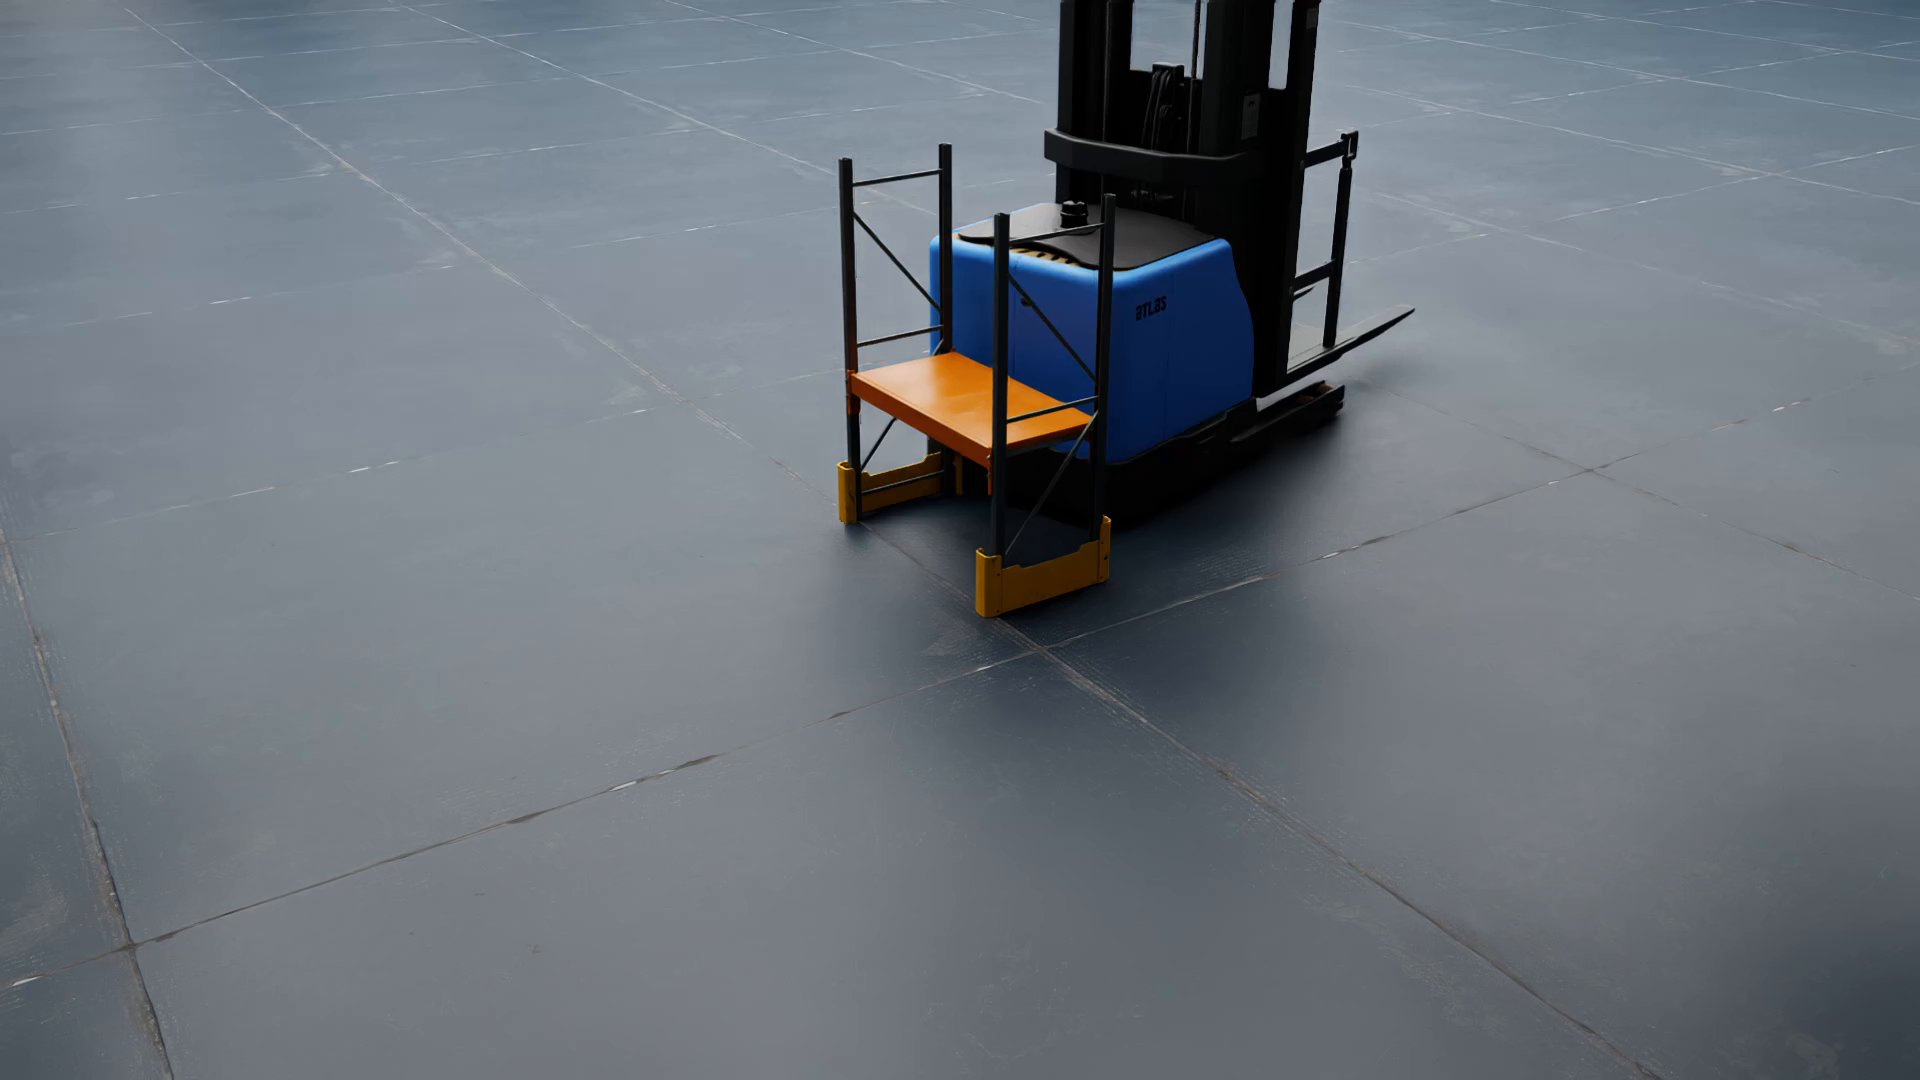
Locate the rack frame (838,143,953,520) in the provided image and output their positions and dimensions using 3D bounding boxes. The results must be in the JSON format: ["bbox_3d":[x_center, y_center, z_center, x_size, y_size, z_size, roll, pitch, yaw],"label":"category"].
[{"bbox_3d":[-0.246,-0.822,6.734,0.500,1.500,0.032,-16,30,-31],"label":"rack frame"}]

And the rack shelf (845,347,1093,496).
[{"bbox_3d":[0.041,-0.480,6.431,0.538,0.185,1.000,-16,30,-31],"label":"rack shelf"}]

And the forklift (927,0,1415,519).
[{"bbox_3d":[1.192,-1.965,7.479,1.130,2.935,3.031,20,32,36],"label":"forklift"}]

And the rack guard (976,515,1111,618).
[{"bbox_3d":[0.317,0.095,6.256,0.587,0.250,0.087,-16,30,-31],"label":"rack guard"}]

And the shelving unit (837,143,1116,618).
[{"bbox_3d":[0.035,-0.646,6.361,0.587,1.500,1.083,-16,30,-31],"label":"shelving unit"}]

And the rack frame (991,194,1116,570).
[{"bbox_3d":[0.328,-0.463,5.975,0.500,1.500,0.032,-16,30,-31],"label":"rack frame"}]

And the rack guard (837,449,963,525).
[{"bbox_3d":[-0.246,-0.256,7.000,0.587,0.250,0.087,-16,30,-31],"label":"rack guard"}]
